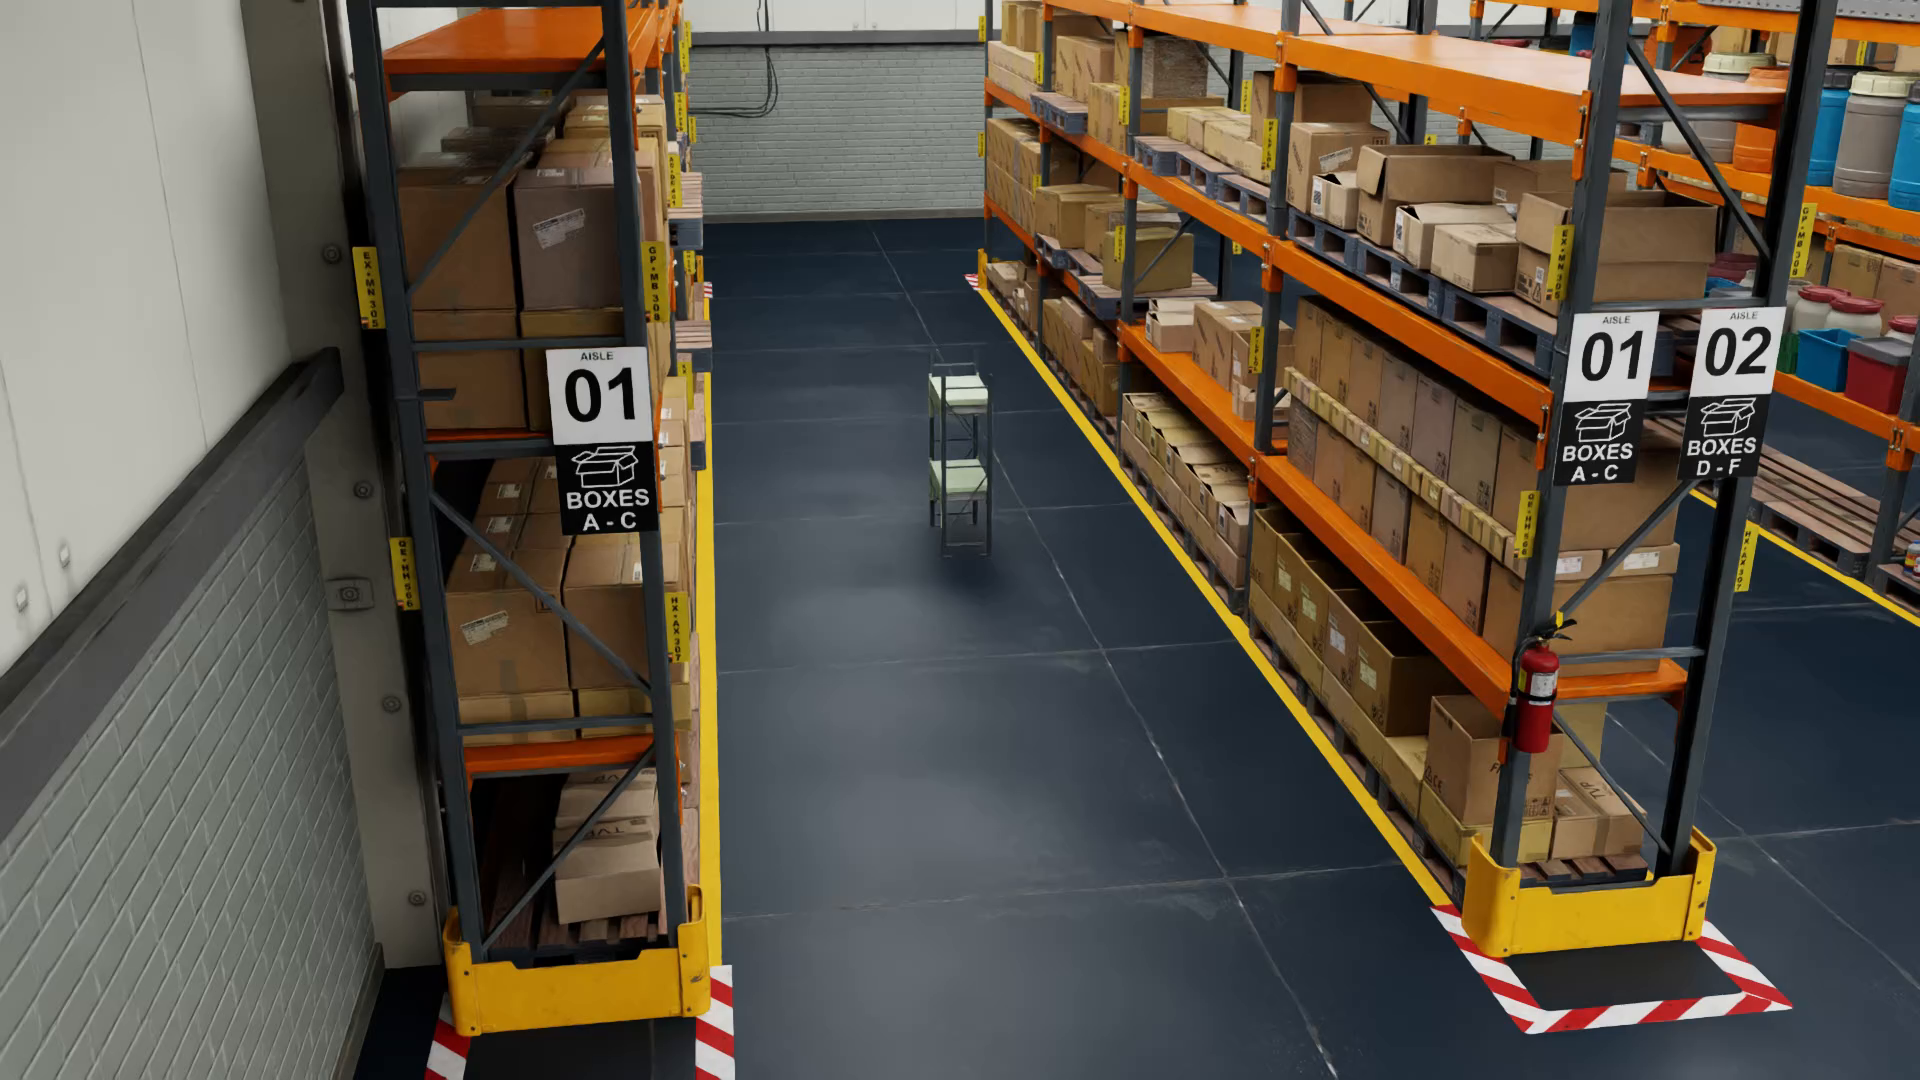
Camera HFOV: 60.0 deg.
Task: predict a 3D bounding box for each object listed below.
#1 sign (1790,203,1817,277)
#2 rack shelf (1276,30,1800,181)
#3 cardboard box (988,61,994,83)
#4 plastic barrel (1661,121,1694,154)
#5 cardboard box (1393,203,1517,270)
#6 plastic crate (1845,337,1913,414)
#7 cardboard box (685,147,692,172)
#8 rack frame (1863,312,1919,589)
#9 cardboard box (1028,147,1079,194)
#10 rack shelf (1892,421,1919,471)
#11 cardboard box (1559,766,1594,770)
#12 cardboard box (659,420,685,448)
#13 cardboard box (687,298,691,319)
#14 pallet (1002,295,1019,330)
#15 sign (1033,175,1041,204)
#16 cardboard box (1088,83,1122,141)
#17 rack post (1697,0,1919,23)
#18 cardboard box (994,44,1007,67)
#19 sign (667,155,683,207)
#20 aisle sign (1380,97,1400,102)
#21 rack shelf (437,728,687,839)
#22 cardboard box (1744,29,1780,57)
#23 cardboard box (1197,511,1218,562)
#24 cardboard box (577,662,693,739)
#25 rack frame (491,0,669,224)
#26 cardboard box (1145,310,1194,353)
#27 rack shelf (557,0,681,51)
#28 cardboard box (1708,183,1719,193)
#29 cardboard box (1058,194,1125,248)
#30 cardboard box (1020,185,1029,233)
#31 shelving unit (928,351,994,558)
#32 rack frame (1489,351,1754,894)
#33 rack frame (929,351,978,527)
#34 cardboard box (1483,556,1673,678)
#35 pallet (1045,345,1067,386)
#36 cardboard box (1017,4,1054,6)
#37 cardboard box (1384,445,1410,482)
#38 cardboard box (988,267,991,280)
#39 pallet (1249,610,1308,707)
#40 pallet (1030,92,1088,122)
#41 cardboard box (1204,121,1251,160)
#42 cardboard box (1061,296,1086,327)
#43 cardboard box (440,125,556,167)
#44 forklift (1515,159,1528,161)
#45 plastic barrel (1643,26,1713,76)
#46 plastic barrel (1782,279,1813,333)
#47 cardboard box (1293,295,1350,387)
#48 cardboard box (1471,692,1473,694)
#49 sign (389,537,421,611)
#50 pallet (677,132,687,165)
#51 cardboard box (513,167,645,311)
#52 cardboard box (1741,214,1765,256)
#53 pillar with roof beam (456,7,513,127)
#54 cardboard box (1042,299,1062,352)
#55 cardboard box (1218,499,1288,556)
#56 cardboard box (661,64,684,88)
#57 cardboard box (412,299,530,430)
[{"bbox_3d":[3.692,-1.318,7.308,0.100,0.325,0.005,-3,21,-8],"label":"sign"},{"bbox_3d":[2.853,-2.419,8.930,1.077,0.370,4.000,-3,21,-8],"label":"rack shelf"},{"bbox_3d":[0.658,-6.124,21.753,0.500,0.250,0.500,-3,21,-8],"label":"cardboard box"},{"bbox_3d":[6.632,-3.793,15.138,0.421,0.512,0.421,0,20,0],"label":"plastic barrel"},{"bbox_3d":[2.635,-1.644,8.870,0.500,0.311,0.500,-1,20,-1],"label":"cardboard box"},{"bbox_3d":[7.095,-1.256,12.700,0.402,0.464,0.583,-3,21,-8],"label":"plastic crate"},{"bbox_3d":[-3.983,-4.693,21.566,0.980,0.700,0.700,-2,21,-5],"label":"cardboard box"},{"bbox_3d":[7.467,-1.074,12.303,1.000,3.000,0.127,-3,21,-8],"label":"rack frame"},{"bbox_3d":[1.083,-4.272,19.295,0.500,0.500,0.500,-3,21,-7],"label":"cardboard box"},{"bbox_3d":[7.756,-0.044,10.575,1.077,0.370,4.000,-3,21,-8],"label":"rack shelf"},{"bbox_3d":[3.209,1.281,9.328,0.500,0.250,0.500,-3,21,-8],"label":"cardboard box"},{"bbox_3d":[-1.823,-0.369,9.530,0.500,0.500,0.500,-4,21,-9],"label":"cardboard box"},{"bbox_3d":[-2.713,-2.160,15.543,0.380,0.149,0.250,-2,21,-6],"label":"cardboard box"},{"bbox_3d":[1.135,-2.950,21.312,1.003,0.211,1.213,-3,21,-8],"label":"pallet"},{"bbox_3d":[0.876,-3.970,18.822,0.100,0.325,0.005,-3,21,-8],"label":"sign"},{"bbox_3d":[1.744,-4.168,16.158,0.910,0.500,0.500,-3,21,-8],"label":"cardboard box"},{"bbox_3d":[7.098,-4.655,13.033,1.013,1.000,3.121,-3,21,-8],"label":"rack post"},{"bbox_3d":[0.717,-6.184,21.200,0.500,0.250,0.500,-3,21,-8],"label":"cardboard box"},{"bbox_3d":[-1.800,-2.251,10.431,0.100,0.325,0.005,-3,21,-8],"label":"sign"},{"bbox_3d":[6.017,-6.486,23.079,0.394,0.787,0.004,-3,21,-8],"label":"aisle sign"},{"bbox_3d":[-2.048,0.456,9.237,1.077,0.370,4.000,-3,21,-8],"label":"rack shelf"},{"bbox_3d":[10.851,-6.619,21.978,0.700,0.500,0.500,-4,21,-11],"label":"cardboard box"},{"bbox_3d":[2.147,-0.038,12.860,0.500,0.250,0.500,-3,21,-9],"label":"cardboard box"},{"bbox_3d":[-1.516,0.687,7.776,0.500,0.250,0.500,-4,21,-9],"label":"cardboard box"},{"bbox_3d":[-2.336,-3.384,9.916,1.000,3.000,0.127,-3,21,-8],"label":"rack frame"},{"bbox_3d":[1.926,-1.849,14.506,0.500,0.311,0.500,-3,21,-8],"label":"cardboard box"},{"bbox_3d":[-3.201,-4.937,15.674,1.077,0.370,4.000,-3,21,-8],"label":"rack shelf"},{"bbox_3d":[10.513,-4.865,22.814,0.380,0.149,0.250,-3,21,-9],"label":"cardboard box"},{"bbox_3d":[1.421,-3.428,17.865,0.700,0.500,0.500,0,20,1],"label":"cardboard box"},{"bbox_3d":[1.010,-3.980,19.943,0.500,0.500,0.500,-2,21,-6],"label":"cardboard box"},{"bbox_3d":[0.001,-0.700,13.448,0.431,1.500,0.755,-3,21,-8],"label":"shelving unit"},{"bbox_3d":[3.142,0.560,7.930,1.000,3.000,0.127,-3,21,-8],"label":"rack frame"},{"bbox_3d":[-0.052,-0.827,13.787,0.400,1.500,0.023,-3,21,-8],"label":"rack frame"},{"bbox_3d":[3.087,0.351,8.347,0.700,0.500,0.500,-3,21,-8],"label":"cardboard box"},{"bbox_3d":[1.567,-2.009,18.793,1.003,0.211,1.213,-3,21,-8],"label":"pallet"},{"bbox_3d":[1.092,-6.378,20.647,0.700,0.500,0.500,-3,21,-8],"label":"cardboard box"},{"bbox_3d":[2.672,-0.450,9.565,0.380,0.149,0.250,-3,21,-8],"label":"cardboard box"},{"bbox_3d":[0.592,-3.610,22.515,0.380,0.166,0.250,-3,21,-8],"label":"cardboard box"},{"bbox_3d":[2.638,0.759,11.383,1.003,0.211,1.213,-3,21,-8],"label":"pallet"},{"bbox_3d":[1.436,-4.683,17.948,1.213,0.211,1.003,-3,21,-8],"label":"pallet"},{"bbox_3d":[2.274,-3.208,13.346,0.500,0.250,0.500,-3,21,-9],"label":"cardboard box"},{"bbox_3d":[1.385,-2.455,17.875,0.500,0.250,0.500,-3,21,-8],"label":"cardboard box"},{"bbox_3d":[-2.284,-1.790,8.333,0.500,0.500,0.500,-3,21,-8],"label":"cardboard box"},{"bbox_3d":[5.050,-1.909,14.637,3.031,2.935,1.130,-6,21,-16],"label":"forklift"},{"bbox_3d":[6.812,-4.458,15.865,0.600,0.830,0.708,-3,21,-8],"label":"plastic barrel"},{"bbox_3d":[7.311,-2.020,14.677,0.421,0.512,0.421,0,20,0],"label":"plastic barrel"},{"bbox_3d":[2.635,-1.326,10.983,0.700,0.500,0.500,-3,21,-7],"label":"cardboard box"},{"bbox_3d":[3.126,0.758,9.659,0.500,0.500,0.500,-3,21,-8],"label":"cardboard box"},{"bbox_3d":[-2.312,0.142,6.943,0.100,0.325,0.005,-3,21,-8],"label":"sign"},{"bbox_3d":[-3.058,-3.496,14.772,1.213,0.211,1.003,-2,21,-5],"label":"pallet"},{"bbox_3d":[-1.575,-1.264,6.927,0.500,0.500,0.500,-4,21,-12],"label":"cardboard box"},{"bbox_3d":[11.070,-3.839,22.144,0.875,0.875,0.875,-3,21,-8],"label":"cardboard box"},{"bbox_3d":[0.679,-4.493,12.883,9.100,9.000,0.400,-3,21,-8],"label":"pillar with roof beam"},{"bbox_3d":[1.240,-2.450,18.933,0.500,0.500,0.500,-4,21,-10],"label":"cardboard box"},{"bbox_3d":[2.223,-0.122,12.284,0.500,0.311,0.500,-3,21,-8],"label":"cardboard box"},{"bbox_3d":[-3.328,-5.175,18.468,0.500,0.250,0.500,-3,21,-8],"label":"cardboard box"},{"bbox_3d":[-2.070,-0.782,7.064,0.500,0.500,0.500,-1,21,-4],"label":"cardboard box"}]
